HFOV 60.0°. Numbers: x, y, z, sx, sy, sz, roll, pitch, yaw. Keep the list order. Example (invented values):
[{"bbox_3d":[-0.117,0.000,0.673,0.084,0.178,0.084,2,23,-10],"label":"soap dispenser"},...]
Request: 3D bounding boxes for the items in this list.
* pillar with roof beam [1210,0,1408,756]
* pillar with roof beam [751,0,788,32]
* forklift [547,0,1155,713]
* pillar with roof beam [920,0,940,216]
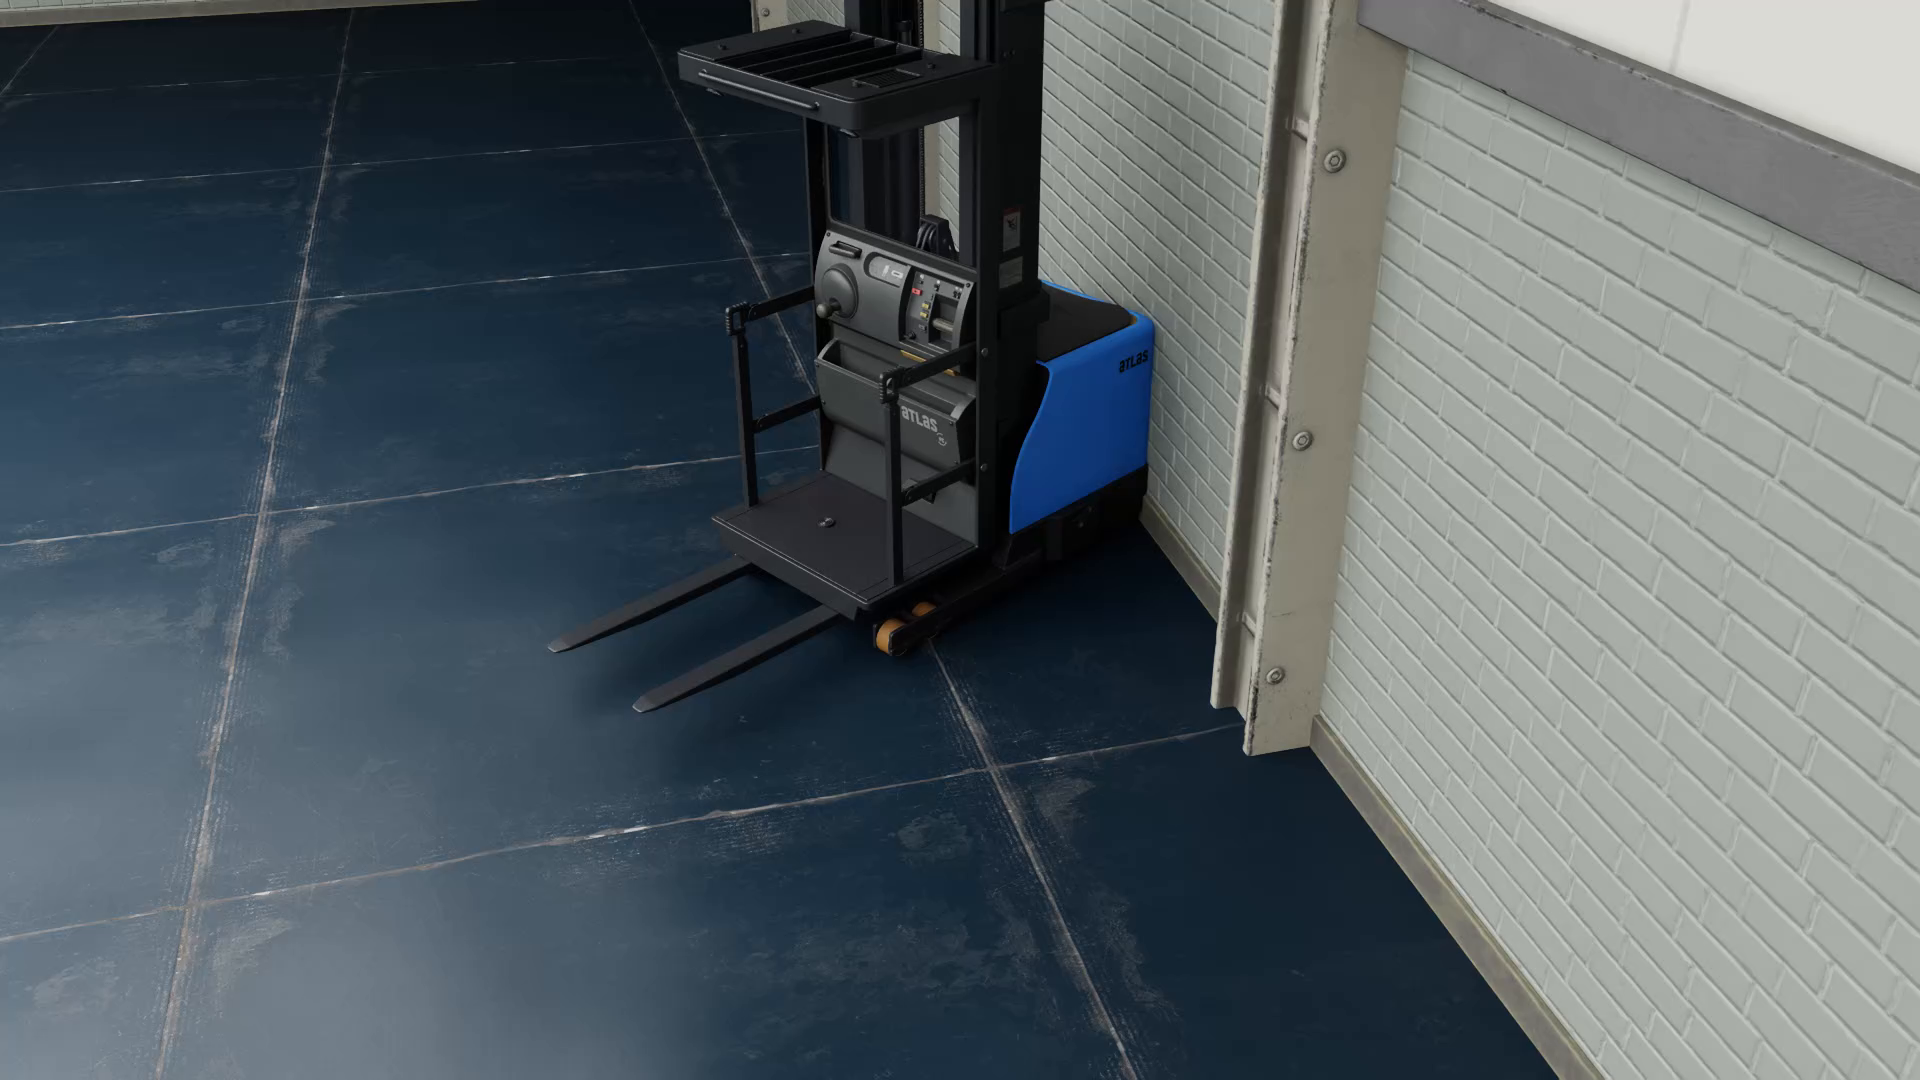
[{"bbox_3d":[-2.889,-2.562,3.694,9.100,9.000,0.400,-8,31,-13],"label":"pillar with roof beam"},{"bbox_3d":[-6.074,-8.358,13.707,9.100,9.000,0.400,-8,31,-13],"label":"pillar with roof beam"},{"bbox_3d":[-0.444,-1.044,7.129,1.130,2.935,3.031,26,39,38],"label":"forklift"},{"bbox_3d":[-4.481,-5.460,8.700,9.100,9.000,0.400,-8,31,-13],"label":"pillar with roof beam"}]
